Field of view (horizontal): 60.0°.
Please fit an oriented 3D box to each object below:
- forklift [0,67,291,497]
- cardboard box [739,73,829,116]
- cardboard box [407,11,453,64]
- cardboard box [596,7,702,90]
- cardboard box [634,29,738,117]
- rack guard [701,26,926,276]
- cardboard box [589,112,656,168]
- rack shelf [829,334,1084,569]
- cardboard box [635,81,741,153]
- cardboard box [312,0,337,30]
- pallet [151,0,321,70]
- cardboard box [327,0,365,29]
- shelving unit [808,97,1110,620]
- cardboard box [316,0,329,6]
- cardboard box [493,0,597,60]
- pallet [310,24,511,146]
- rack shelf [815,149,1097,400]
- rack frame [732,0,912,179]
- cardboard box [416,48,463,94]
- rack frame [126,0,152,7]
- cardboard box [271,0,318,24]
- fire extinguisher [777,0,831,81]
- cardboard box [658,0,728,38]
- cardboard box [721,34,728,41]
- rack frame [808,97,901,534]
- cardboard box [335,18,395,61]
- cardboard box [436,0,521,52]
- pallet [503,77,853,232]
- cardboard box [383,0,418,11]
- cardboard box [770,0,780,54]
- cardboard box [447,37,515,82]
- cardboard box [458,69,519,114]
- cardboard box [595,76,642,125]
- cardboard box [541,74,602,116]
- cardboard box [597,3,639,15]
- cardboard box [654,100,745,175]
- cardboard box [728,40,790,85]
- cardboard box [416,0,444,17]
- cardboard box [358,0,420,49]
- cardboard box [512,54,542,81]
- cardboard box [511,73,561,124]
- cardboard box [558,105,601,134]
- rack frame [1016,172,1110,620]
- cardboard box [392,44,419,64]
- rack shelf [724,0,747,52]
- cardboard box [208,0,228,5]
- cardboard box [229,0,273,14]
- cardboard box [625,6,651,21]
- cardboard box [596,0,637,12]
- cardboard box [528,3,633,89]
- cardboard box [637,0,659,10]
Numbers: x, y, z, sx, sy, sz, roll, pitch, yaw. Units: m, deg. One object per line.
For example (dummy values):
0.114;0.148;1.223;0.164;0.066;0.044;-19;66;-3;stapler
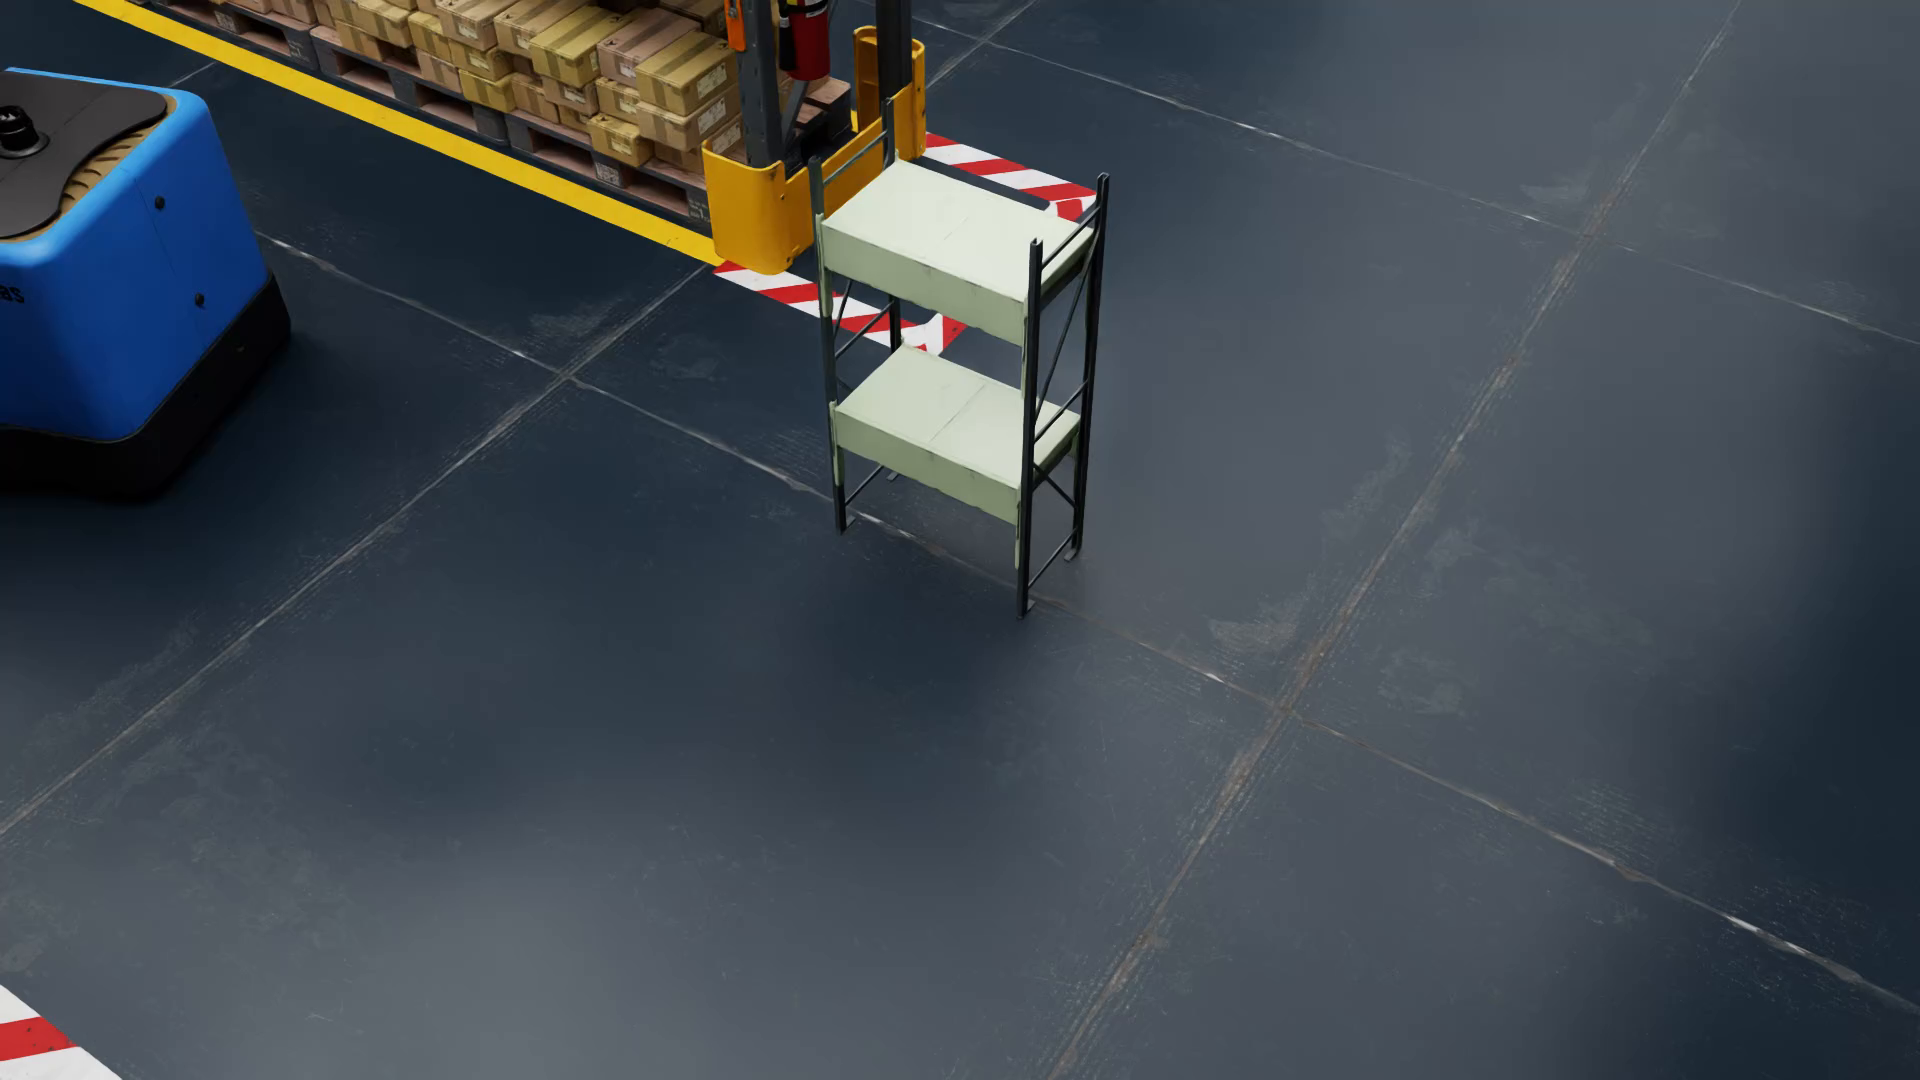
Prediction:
-4.169;-1.735;5.392;3.031;2.935;1.130;10;47;9;forklift
-0.791;-2.048;7.344;0.250;0.149;0.380;26;51;23;cardboard box
-2.208;-2.291;7.372;0.250;0.149;0.380;27;52;24;cardboard box
-1.286;-2.043;6.924;0.250;0.149;0.380;26;51;23;cardboard box
-1.105;-1.911;6.796;0.250;0.149;0.380;25;51;23;cardboard box
-0.587;-1.657;7.012;0.348;0.500;1.175;25;51;22;rack guard
-1.349;-1.768;7.072;0.250;0.149;0.380;26;51;23;cardboard box
-0.006;-0.298;5.448;0.720;0.370;0.431;25;51;22;rack shelf
-1.121;-1.788;6.883;0.250;0.149;0.380;23;50;21;cardboard box
-2.809;-2.547;7.828;0.250;0.149;0.380;23;50;21;cardboard box
-3.305;-2.837;8.360;1.213;0.211;1.003;25;51;22;pallet
-2.649;-2.491;7.567;0.250;0.149;0.380;24;51;22;cardboard box
-0.006;-0.525;5.215;0.755;1.500;0.431;25;51;22;shelving unit
-2.827;-2.627;7.699;0.250;0.149;0.380;27;52;24;cardboard box
-1.756;-2.205;7.082;0.250;0.149;0.380;23;50;21;cardboard box
-2.274;-2.365;7.901;1.213;0.211;1.003;25;51;22;pallet
-0.006;-0.797;4.935;0.720;0.370;0.431;25;51;22;rack shelf
-0.523;-2.499;6.087;0.127;3.000;1.000;25;51;22;rack frame
-2.208;-2.189;7.481;0.250;0.149;0.380;26;51;23;cardboard box
-3.890;-4.048;7.592;0.127;3.000;1.000;25;51;22;rack frame
-3.055;-2.630;7.909;0.250;0.149;0.380;24;50;21;cardboard box
-0.560;-1.966;5.883;0.183;0.674;0.296;25;51;22;fire extinguisher
-1.077;-2.301;7.175;0.250;0.149;0.380;26;51;23;cardboard box
-1.025;-2.253;7.336;0.250;0.149;0.380;24;51;22;cardboard box
-0.314;-0.667;5.352;0.023;1.500;0.400;25;51;22;rack frame
-2.642;-2.388;7.674;0.250;0.149;0.380;23;50;21;cardboard box
-2.012;-2.276;7.150;0.250;0.149;0.380;27;51;23;cardboard box
-1.251;-1.893;7.442;1.213;0.211;1.003;25;51;22;pallet
-2.410;-2.529;7.396;0.250;0.149;0.380;25;51;22;cardboard box
-0.780;-2.267;7.142;0.250;0.149;0.380;23;50;20;cardboard box
-2.002;-2.180;7.265;0.250;0.149;0.380;25;51;23;cardboard box
-1.989;-2.071;7.366;0.250;0.149;0.380;23;50;20;cardboard box
-1.312;-1.921;7.013;0.250;0.149;0.380;24;50;21;cardboard box
-1.559;-1.988;7.078;0.250;0.149;0.380;23;50;21;cardboard box
-1.436;-2.460;7.536;0.250;0.149;0.380;26;51;23;cardboard box
-1.078;-1.730;7.034;0.250;0.149;0.380;26;51;23;cardboard box
-0.825;-2.113;7.200;0.250;0.149;0.380;27;52;24;cardboard box
-2.174;-2.445;7.314;0.250;0.149;0.380;23;50;21;cardboard box
-2.455;-2.381;7.460;0.250;0.149;0.380;25;51;22;cardboard box
-1.730;-2.154;7.239;0.250;0.149;0.380;24;51;22;cardboard box
-1.740;-2.010;7.307;0.250;0.149;0.380;25;51;22;cardboard box
-1.525;-1.923;7.222;0.250;0.149;0.380;24;51;22;cardboard box
0.302;-0.384;5.077;0.023;1.500;0.400;25;51;22;rack frame
-2.380;-2.332;7.620;0.250;0.149;0.380;26;51;23;cardboard box
-2.206;-3.023;7.097;4.000;0.370;1.077;25;51;22;rack shelf
-3.533;-2.763;8.038;0.250;0.149;0.380;26;51;23;cardboard box
-3.295;-2.698;7.975;0.250;0.149;0.380;24;51;22;cardboard box
-1.279;-2.295;7.376;0.250;0.149;0.380;25;51;23;cardboard box
-1.474;-2.522;7.390;0.250;0.149;0.380;22;50;20;cardboard box
-1.572;-2.067;6.947;0.250;0.149;0.380;24;50;21;cardboard box
-1.220;-2.476;7.345;0.250;0.149;0.380;25;51;22;cardboard box
